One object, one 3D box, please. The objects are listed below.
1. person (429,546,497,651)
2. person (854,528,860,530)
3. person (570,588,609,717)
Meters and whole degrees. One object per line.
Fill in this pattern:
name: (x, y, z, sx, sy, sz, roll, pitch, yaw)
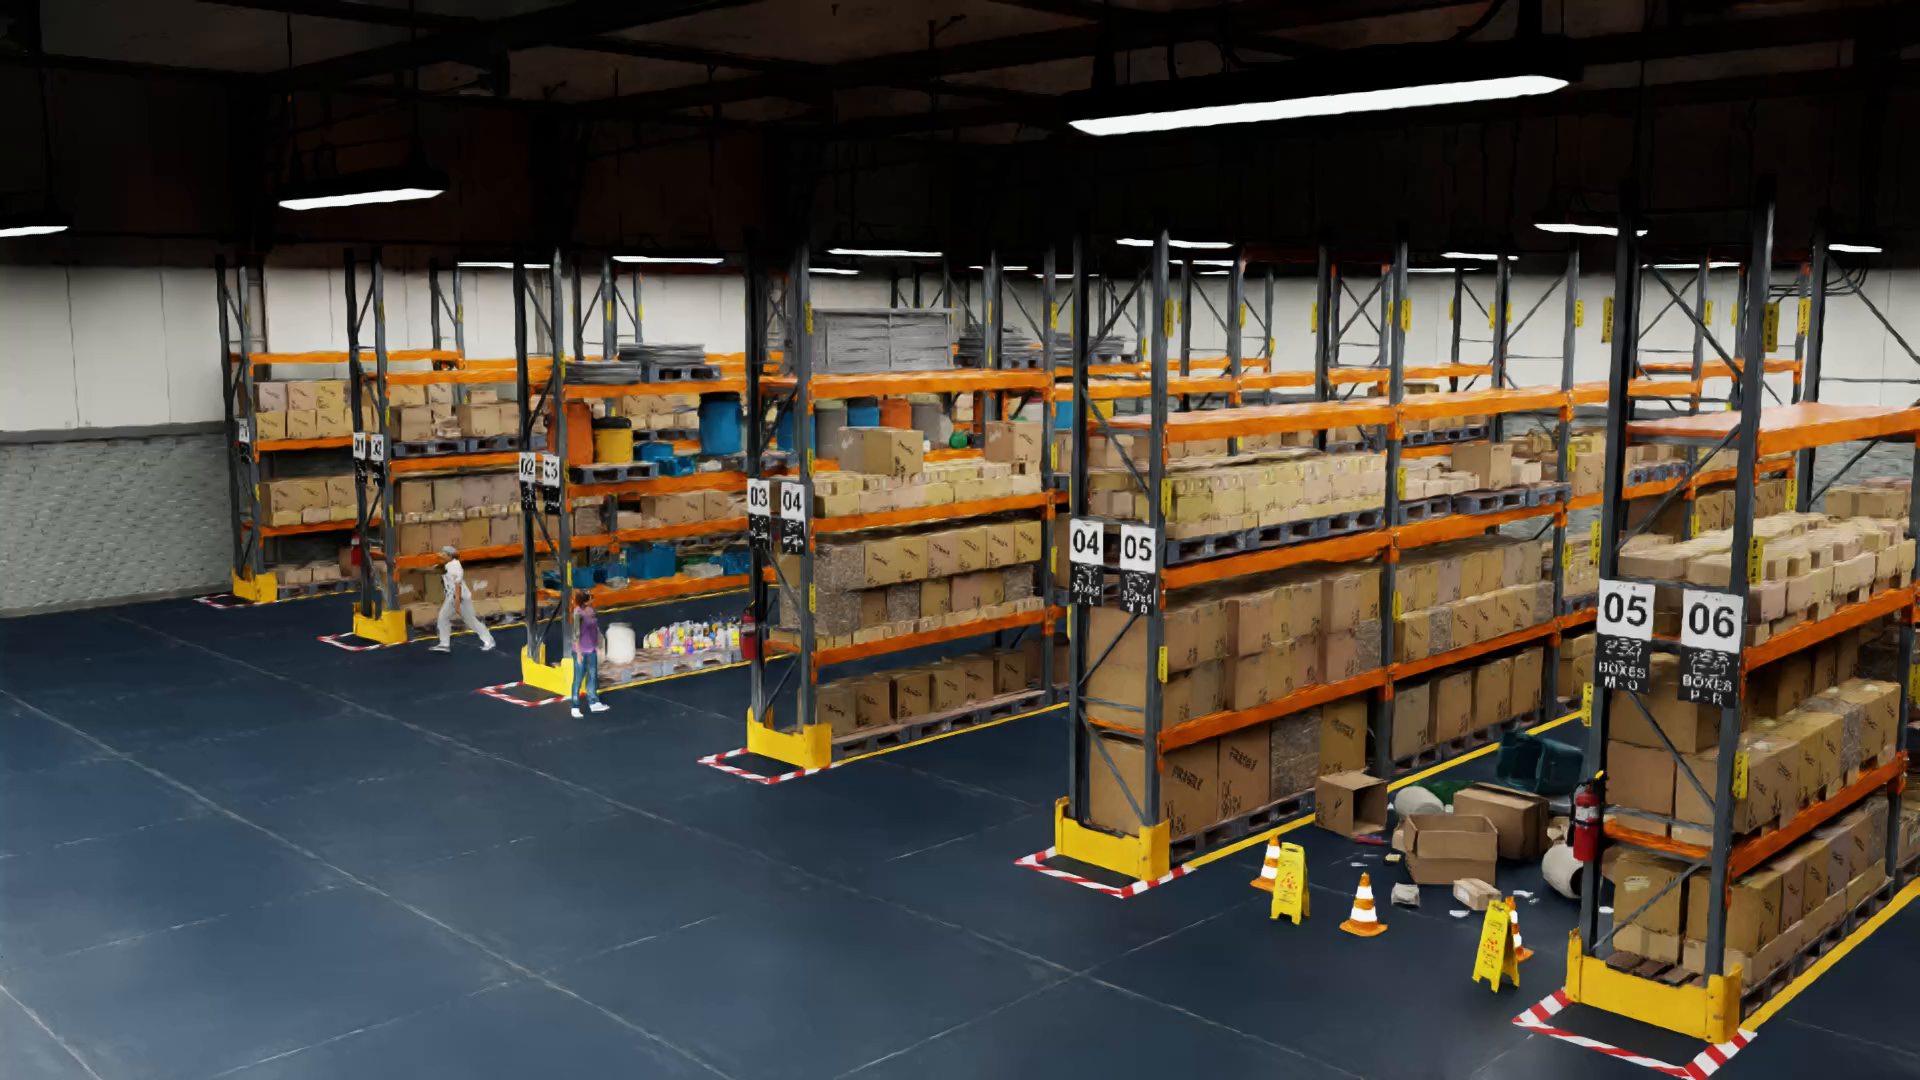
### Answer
person: (-7.437, 0.873, 24.754, 0.914, 1.599, 0.520, -4, 9, -24)
person: (-1.786, -0.101, 30.849, 0.457, 1.783, 0.618, 2, 8, 14)
person: (-4.694, 1.404, 20.943, 0.407, 1.603, 0.504, 2, 8, 17)
